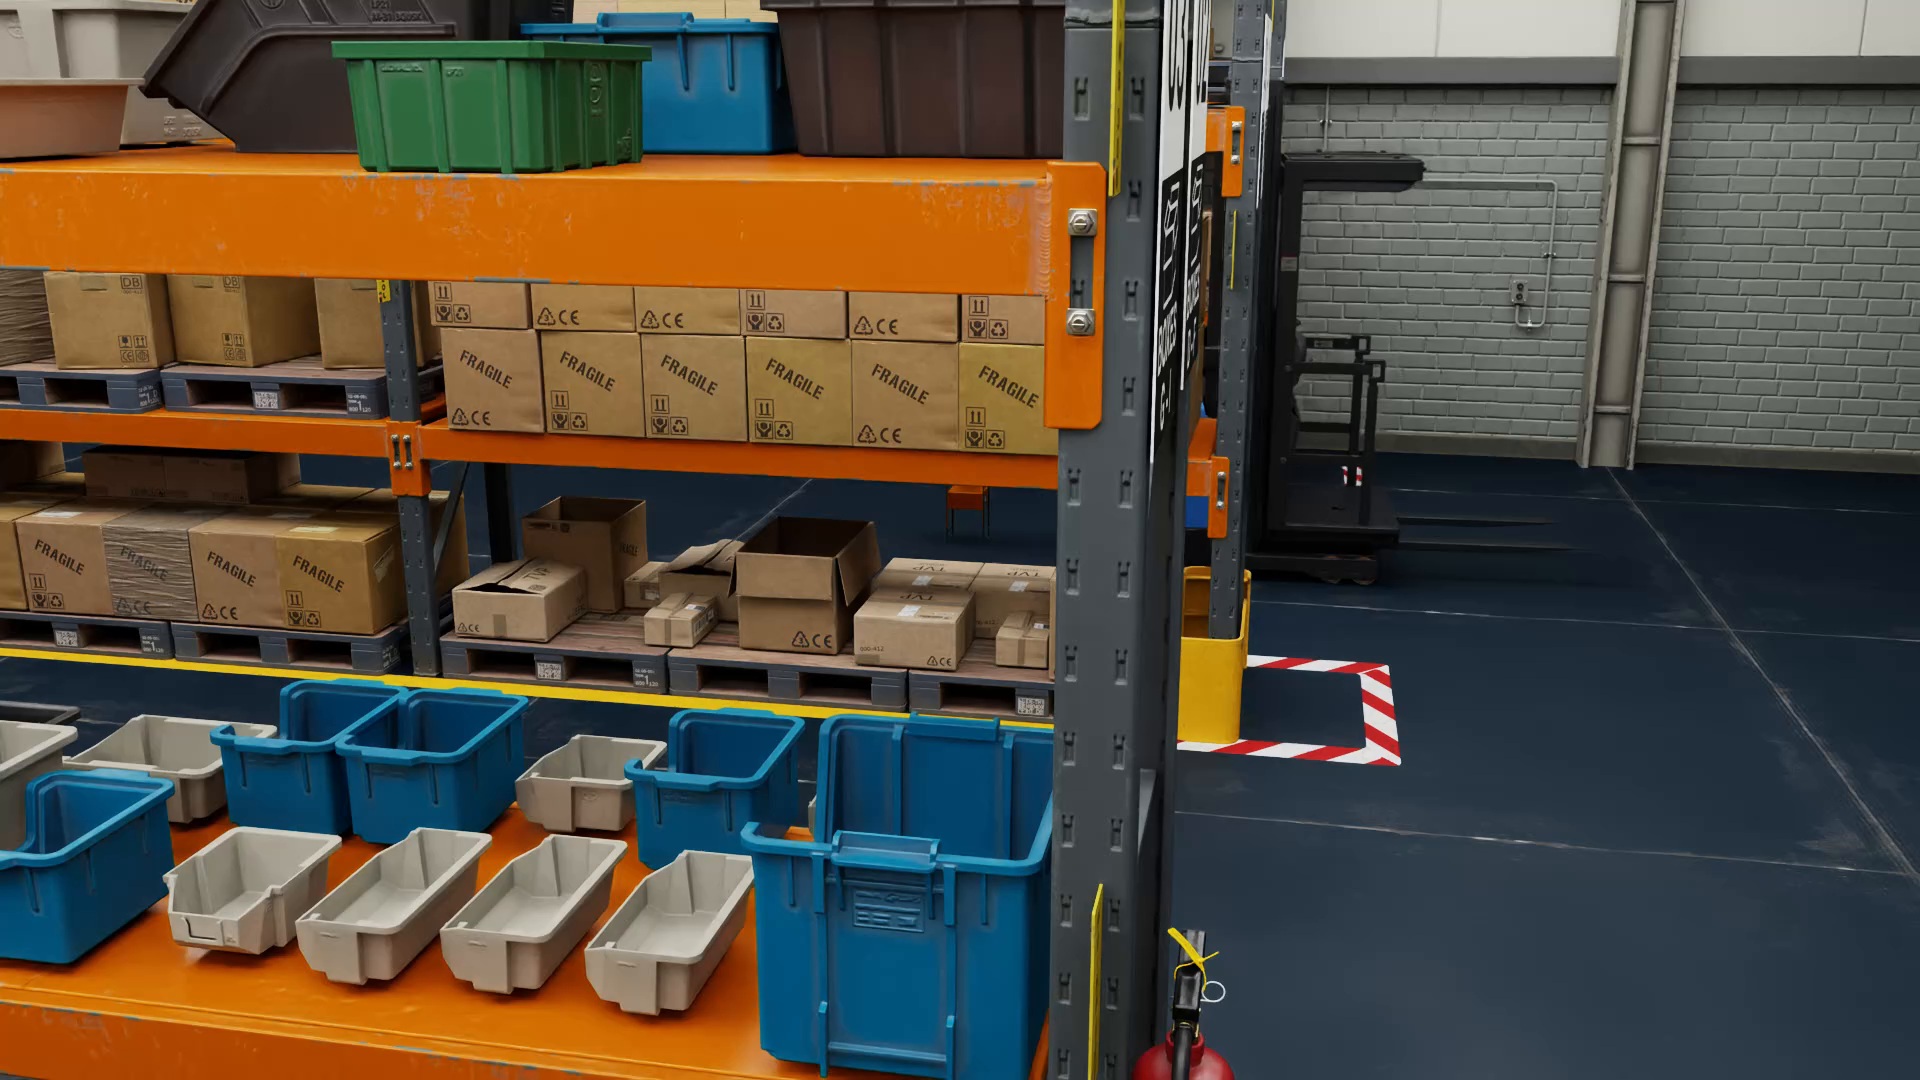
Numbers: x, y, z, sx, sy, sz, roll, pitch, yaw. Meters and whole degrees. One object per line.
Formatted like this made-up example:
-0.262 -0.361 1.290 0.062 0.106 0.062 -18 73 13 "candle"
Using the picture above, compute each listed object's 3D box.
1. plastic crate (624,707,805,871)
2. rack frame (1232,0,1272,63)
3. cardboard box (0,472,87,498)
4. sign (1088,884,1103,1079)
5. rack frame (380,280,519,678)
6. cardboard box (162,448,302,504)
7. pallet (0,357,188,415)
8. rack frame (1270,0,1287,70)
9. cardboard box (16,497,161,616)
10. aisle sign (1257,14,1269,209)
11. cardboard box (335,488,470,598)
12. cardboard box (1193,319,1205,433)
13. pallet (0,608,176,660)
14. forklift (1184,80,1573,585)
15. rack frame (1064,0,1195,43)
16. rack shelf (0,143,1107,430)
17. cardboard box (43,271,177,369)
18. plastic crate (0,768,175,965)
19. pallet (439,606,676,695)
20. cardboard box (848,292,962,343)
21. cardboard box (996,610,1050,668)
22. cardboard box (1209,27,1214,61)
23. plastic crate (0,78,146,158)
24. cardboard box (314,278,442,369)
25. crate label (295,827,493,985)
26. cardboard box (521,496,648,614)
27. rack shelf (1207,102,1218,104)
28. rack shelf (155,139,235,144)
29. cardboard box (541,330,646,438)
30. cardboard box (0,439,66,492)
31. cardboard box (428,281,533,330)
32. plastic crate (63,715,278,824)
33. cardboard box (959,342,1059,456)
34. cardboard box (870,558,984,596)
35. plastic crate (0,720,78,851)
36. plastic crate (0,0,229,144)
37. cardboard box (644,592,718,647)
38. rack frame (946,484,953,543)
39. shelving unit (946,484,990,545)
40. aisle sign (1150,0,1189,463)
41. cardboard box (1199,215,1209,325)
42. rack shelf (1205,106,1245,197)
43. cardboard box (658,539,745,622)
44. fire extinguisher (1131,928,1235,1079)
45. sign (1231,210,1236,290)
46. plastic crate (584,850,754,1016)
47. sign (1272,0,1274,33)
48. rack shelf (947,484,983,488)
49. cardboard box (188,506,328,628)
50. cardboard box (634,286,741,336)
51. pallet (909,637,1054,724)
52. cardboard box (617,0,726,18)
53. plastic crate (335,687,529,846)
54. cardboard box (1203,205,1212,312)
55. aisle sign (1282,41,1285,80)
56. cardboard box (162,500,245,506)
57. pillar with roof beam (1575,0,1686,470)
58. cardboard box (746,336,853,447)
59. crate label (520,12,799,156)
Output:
-0.520 0.548 3.595 0.300 0.233 0.416 3 16 11 "plastic crate"
1.292 -3.556 6.972 0.127 3.000 1.000 3 16 11 "rack frame"
-5.077 -0.082 9.527 0.500 0.500 0.500 3 16 9 "cardboard box"
0.207 0.697 2.552 0.005 0.325 0.100 3 16 11 "sign"
-2.628 -0.878 8.541 0.127 3.000 1.000 3 16 11 "rack frame"
-4.033 -0.389 9.231 0.500 0.250 0.500 3 16 11 "cardboard box"
-4.641 -0.896 8.966 1.213 0.211 1.003 3 16 11 "pallet"
2.275 -4.852 11.651 0.127 3.000 1.000 3 16 11 "rack frame"
-4.641 0.082 8.936 0.500 0.500 0.500 3 16 9 "cardboard box"
1.298 -1.834 7.124 0.004 0.787 0.394 3 16 11 "aisle sign"
-3.053 0.025 9.139 0.500 0.500 0.500 2 16 9 "cardboard box"
0.910 -0.806 8.094 0.500 0.500 0.500 3 16 12 "cardboard box"
-4.632 0.369 9.266 1.213 0.211 1.003 3 16 11 "pallet"
2.230 -1.295 10.175 3.031 2.935 1.130 2 16 8 "forklift"
0.301 -2.260 2.295 0.127 3.000 1.000 3 16 11 "rack frame"
-1.659 -0.575 3.176 4.000 0.370 1.077 3 16 11 "rack shelf"
-4.371 -1.206 8.753 0.500 0.500 0.700 -1 16 -3 "cardboard box"
-1.762 0.640 3.263 0.300 0.233 0.416 3 16 11 "plastic crate"
-1.955 0.503 8.781 1.213 0.211 1.003 3 16 11 "pallet"
-0.203 -1.200 7.644 0.500 0.500 0.500 4 16 13 "cardboard box"
0.331 0.479 8.127 0.250 0.166 0.380 3 16 11 "cardboard box"
1.609 -3.688 12.374 0.500 0.250 0.500 4 16 14 "cardboard box"
-1.773 -0.733 2.893 0.530 0.136 0.437 3 16 11 "plastic crate"
-3.048 -1.212 8.774 0.500 0.500 0.700 -2 16 -8 "cardboard box"
-1.093 0.705 3.209 0.243 0.136 0.396 3 16 11 "crate label"
-2.013 0.071 8.975 0.500 0.500 0.500 3 16 11 "cardboard box"
0.316 -3.166 12.532 4.000 0.370 1.077 3 16 11 "rack shelf"
-4.588 -2.083 8.621 4.000 0.370 1.077 3 16 11 "rack shelf"
-1.680 -0.801 8.078 0.500 0.500 0.500 3 16 12 "cardboard box"
-5.528 -0.469 9.520 0.500 0.250 0.500 4 16 13 "cardboard box"
-2.222 -1.309 8.038 0.500 0.500 0.500 4 16 13 "cardboard box"
-1.852 0.530 3.841 0.466 0.136 0.293 3 16 11 "plastic crate"
0.290 -0.692 7.685 0.500 0.500 0.500 3 16 12 "cardboard box"
-0.164 0.292 8.646 0.500 0.250 0.500 3 16 11 "cardboard box"
-2.159 0.576 3.405 0.530 0.282 0.437 3 16 11 "plastic crate"
-1.809 -0.956 3.429 0.530 0.282 0.437 3 16 11 "plastic crate"
-1.410 0.398 8.419 0.250 0.166 0.380 3 16 11 "cardboard box"
-0.067 -0.510 10.865 0.008 1.050 0.200 3 16 11 "rack frame"
0.052 -0.503 10.842 0.252 1.050 0.215 3 16 11 "shelving unit"
0.313 -0.542 2.459 0.004 0.787 0.394 3 16 11 "aisle sign"
0.910 -1.287 7.961 0.500 0.500 0.500 4 16 13 "cardboard box"
-0.668 -1.870 7.853 4.000 0.370 1.077 3 16 11 "rack shelf"
-1.278 0.202 8.856 0.500 0.311 0.500 3 16 11 "cardboard box"
0.358 0.975 2.698 0.183 0.674 0.296 3 16 11 "fire extinguisher"
1.162 -1.231 7.056 0.005 0.325 0.100 3 16 11 "sign"
-0.534 0.733 3.109 0.243 0.136 0.396 3 16 11 "plastic crate"
2.154 -3.654 11.434 0.005 0.325 0.100 3 16 11 "sign"
0.052 -0.493 10.844 0.240 0.259 0.215 3 16 11 "rack shelf"
-3.651 0.135 8.743 0.500 0.500 0.500 3 16 11 "cardboard box"
-1.213 -1.254 7.841 0.500 0.500 0.500 3 16 9 "cardboard box"
0.436 0.633 8.312 1.213 0.211 1.003 3 16 11 "pallet"
-1.223 -2.345 7.565 0.500 0.250 0.500 3 16 11 "cardboard box"
-1.165 0.513 3.722 0.300 0.233 0.416 3 16 11 "plastic crate"
1.774 -2.130 12.501 0.700 0.700 0.980 4 16 14 "cardboard box"
2.286 -3.131 11.808 0.004 0.787 0.394 3 16 11 "aisle sign"
-4.066 -0.029 9.334 0.500 0.500 0.500 3 16 12 "cardboard box"
4.236 -3.809 7.884 0.400 9.000 9.100 3 16 11 "pillar with roof beam"
-0.692 -0.747 7.883 0.500 0.500 0.500 3 16 10 "cardboard box"
-0.539 -0.877 3.198 0.502 0.251 0.408 3 16 11 "crate label"
